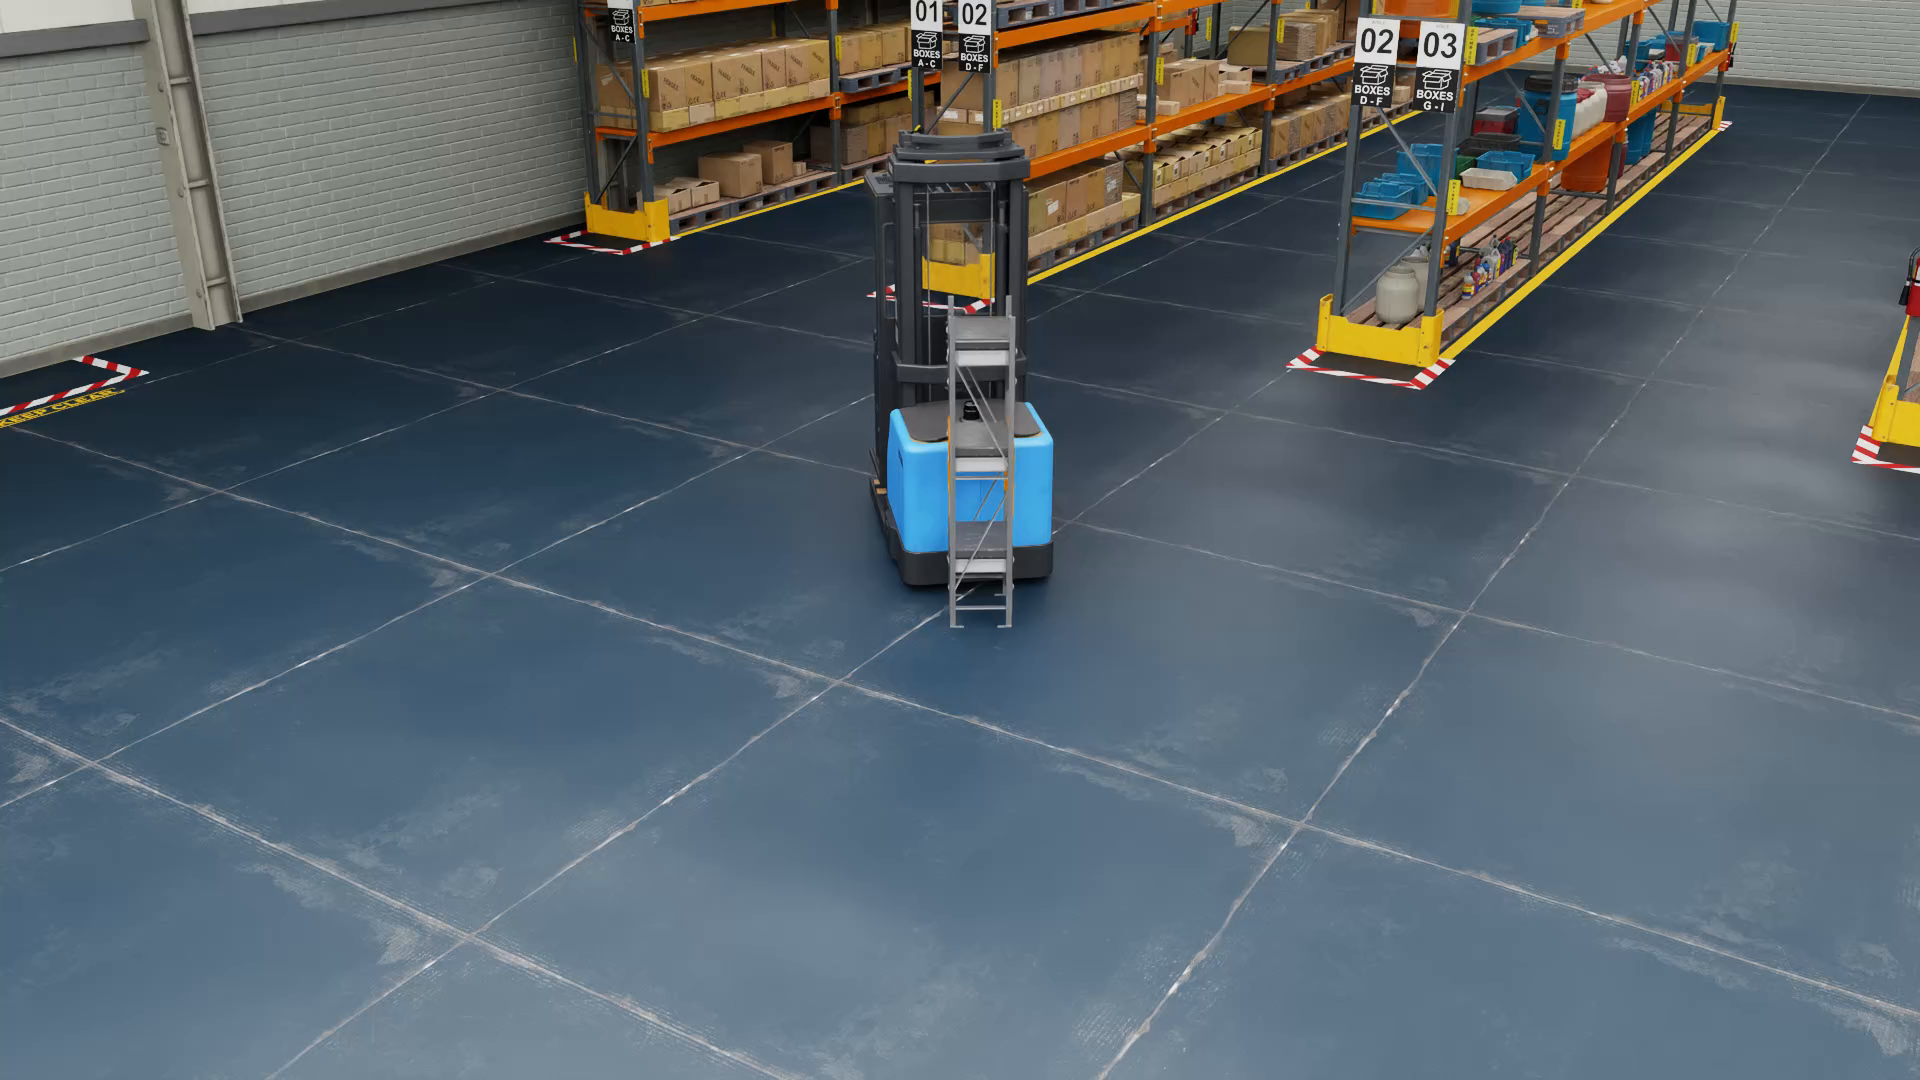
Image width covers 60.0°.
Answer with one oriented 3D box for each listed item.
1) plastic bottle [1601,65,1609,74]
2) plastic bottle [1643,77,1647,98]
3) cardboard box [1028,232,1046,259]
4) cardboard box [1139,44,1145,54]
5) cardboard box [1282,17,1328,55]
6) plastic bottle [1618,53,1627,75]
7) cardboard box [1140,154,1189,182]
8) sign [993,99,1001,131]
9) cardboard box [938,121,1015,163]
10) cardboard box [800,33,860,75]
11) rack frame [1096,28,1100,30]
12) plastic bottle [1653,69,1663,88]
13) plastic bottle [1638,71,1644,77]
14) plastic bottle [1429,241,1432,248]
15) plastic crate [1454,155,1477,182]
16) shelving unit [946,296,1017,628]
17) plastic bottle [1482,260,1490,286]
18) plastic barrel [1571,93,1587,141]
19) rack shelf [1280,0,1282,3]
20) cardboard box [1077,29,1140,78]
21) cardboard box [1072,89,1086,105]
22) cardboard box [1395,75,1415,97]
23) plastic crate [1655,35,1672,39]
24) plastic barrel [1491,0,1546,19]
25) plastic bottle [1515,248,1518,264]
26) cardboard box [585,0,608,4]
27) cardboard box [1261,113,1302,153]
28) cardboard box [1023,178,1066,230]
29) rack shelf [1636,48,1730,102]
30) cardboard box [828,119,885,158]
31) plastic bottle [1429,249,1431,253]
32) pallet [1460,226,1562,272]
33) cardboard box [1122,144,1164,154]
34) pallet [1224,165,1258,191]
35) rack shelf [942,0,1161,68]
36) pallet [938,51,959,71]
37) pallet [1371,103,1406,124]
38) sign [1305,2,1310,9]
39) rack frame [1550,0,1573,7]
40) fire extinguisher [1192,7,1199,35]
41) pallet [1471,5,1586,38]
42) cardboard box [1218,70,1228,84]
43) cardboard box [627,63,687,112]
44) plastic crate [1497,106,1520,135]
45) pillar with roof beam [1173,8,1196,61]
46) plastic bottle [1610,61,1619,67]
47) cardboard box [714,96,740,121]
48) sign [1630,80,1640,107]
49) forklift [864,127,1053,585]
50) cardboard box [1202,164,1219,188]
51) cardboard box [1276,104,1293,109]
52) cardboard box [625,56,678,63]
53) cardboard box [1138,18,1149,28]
[{"bbox_3d":[9.407,-6.789,24.313,0.152,0.276,0.135,14,27,29],"label":"plastic bottle"},{"bbox_3d":[9.550,-6.327,23.252,0.097,0.271,0.097,0,23,0],"label":"plastic bottle"},{"bbox_3d":[0.660,-3.459,19.396,0.500,0.250,0.500,14,27,29],"label":"cardboard box"},{"bbox_3d":[3.370,-9.576,32.395,0.380,0.149,0.250,14,27,29],"label":"cardboard box"},{"bbox_3d":[5.378,-7.903,26.076,0.700,0.500,0.500,7,24,16],"label":"cardboard box"},{"bbox_3d":[9.981,-7.148,25.047,0.144,0.351,0.185,14,27,29],"label":"plastic bottle"},{"bbox_3d":[2.735,-5.017,22.291,0.500,0.311,0.500,14,27,28],"label":"cardboard box"},{"bbox_3d":[0.396,-4.539,17.770,0.100,0.325,0.005,14,27,29],"label":"sign"},{"bbox_3d":[0.184,-4.425,18.569,0.700,0.500,0.500,14,27,29],"label":"cardboard box"},{"bbox_3d":[-1.876,-7.023,24.018,0.700,0.500,0.500,14,27,29],"label":"cardboard box"},{"bbox_3d":[2.047,-9.311,29.982,1.000,3.000,0.127,14,27,29],"label":"rack frame"},{"bbox_3d":[10.071,-6.684,24.069,0.152,0.276,0.135,14,27,29],"label":"plastic bottle"},{"bbox_3d":[9.762,-6.578,23.830,0.097,0.271,0.097,0,23,0],"label":"plastic bottle"},{"bbox_3d":[5.366,-3.272,18.812,0.144,0.351,0.185,13,26,27],"label":"plastic bottle"},{"bbox_3d":[5.288,-4.038,18.070,0.450,0.188,0.662,14,27,29],"label":"plastic crate"},{"bbox_3d":[0.131,-0.485,10.728,0.431,2.100,0.503,0,23,-1],"label":"shelving unit"},{"bbox_3d":[5.695,-2.899,18.051,0.097,0.271,0.097,0,23,0],"label":"plastic bottle"},{"bbox_3d":[7.321,-5.122,20.134,0.433,0.535,0.433,0,23,0],"label":"plastic barrel"},{"bbox_3d":[5.202,-8.645,25.575,1.077,0.370,4.000,14,27,29],"label":"rack shelf"},{"bbox_3d":[1.809,-6.064,20.723,0.700,0.500,0.500,14,27,29],"label":"cardboard box"},{"bbox_3d":[1.267,-5.262,19.688,0.380,0.149,0.250,15,28,31],"label":"cardboard box"},{"bbox_3d":[8.290,-8.444,30.572,0.500,0.500,0.500,14,27,29],"label":"cardboard box"},{"bbox_3d":[11.816,-8.299,27.780,0.416,0.233,0.300,14,27,29],"label":"plastic crate"},{"bbox_3d":[6.327,-6.358,18.755,0.600,0.901,0.708,14,27,29],"label":"plastic barrel"},{"bbox_3d":[6.317,-3.265,18.984,0.097,0.201,0.097,0,23,0],"label":"plastic bottle"},{"bbox_3d":[-4.278,-6.886,20.455,0.500,0.500,0.500,16,28,33],"label":"cardboard box"},{"bbox_3d":[4.902,-6.250,25.505,0.500,0.500,0.500,13,27,27],"label":"cardboard box"},{"bbox_3d":[0.914,-3.974,19.642,0.500,0.500,0.500,14,27,29],"label":"cardboard box"},{"bbox_3d":[11.518,-7.580,26.889,1.077,0.370,4.000,14,27,29],"label":"rack shelf"},{"bbox_3d":[-1.569,-6.102,25.163,0.700,0.500,0.500,13,27,28],"label":"cardboard box"},{"bbox_3d":[5.320,-3.178,18.695,0.097,0.271,0.097,0,23,0],"label":"plastic bottle"},{"bbox_3d":[6.625,-3.528,20.134,1.003,0.211,1.213,14,27,29],"label":"pallet"},{"bbox_3d":[2.542,-5.304,22.952,0.500,0.311,0.500,14,27,29],"label":"cardboard box"},{"bbox_3d":[3.680,-5.375,24.400,1.003,0.211,1.213,14,27,29],"label":"pallet"},{"bbox_3d":[0.982,-5.945,19.338,1.077,0.370,4.000,14,27,29],"label":"rack shelf"},{"bbox_3d":[-0.349,-7.610,26.295,1.213,0.211,1.003,14,27,29],"label":"pallet"},{"bbox_3d":[7.263,-7.639,29.631,1.003,0.211,1.213,14,27,29],"label":"pallet"},{"bbox_3d":[5.792,-8.782,27.672,0.100,0.325,0.005,14,27,29],"label":"sign"},{"bbox_3d":[6.243,-7.288,17.757,1.000,3.000,0.127,14,27,29],"label":"rack frame"},{"bbox_3d":[4.628,-10.409,33.084,0.296,0.674,0.183,14,27,29],"label":"fire extinguisher"},{"bbox_3d":[5.946,-5.561,17.781,1.213,0.211,1.003,14,27,29],"label":"pallet"},{"bbox_3d":[3.511,-6.622,23.883,0.500,0.311,0.500,14,27,28],"label":"cardboard box"},{"bbox_3d":[-3.776,-5.643,20.730,0.500,0.500,0.500,14,27,29],"label":"cardboard box"},{"bbox_3d":[6.561,-4.965,19.963,0.392,0.384,0.575,14,27,29],"label":"plastic crate"},{"bbox_3d":[8.503,-13.604,32.349,9.100,9.000,0.400,14,27,29],"label":"pillar with roof beam"},{"bbox_3d":[9.703,-6.978,24.749,0.152,0.276,0.135,14,27,29],"label":"plastic bottle"},{"bbox_3d":[-3.220,-5.648,21.685,0.500,0.250,0.500,13,27,28],"label":"cardboard box"},{"bbox_3d":[8.825,-5.847,21.775,0.100,0.325,0.005,14,27,29],"label":"sign"},{"bbox_3d":[-0.099,-1.590,12.234,1.130,2.935,3.031,-4,24,-8],"label":"forklift"},{"bbox_3d":[3.271,-5.108,23.207,0.500,0.250,0.500,14,27,30],"label":"cardboard box"},{"bbox_3d":[4.986,-6.697,26.536,0.500,0.500,0.500,13,26,27],"label":"cardboard box"},{"bbox_3d":[-3.941,-5.917,21.361,0.500,0.500,0.500,14,27,30],"label":"cardboard box"},{"bbox_3d":[3.112,-10.121,31.476,0.980,0.700,0.700,12,26,26],"label":"cardboard box"}]
